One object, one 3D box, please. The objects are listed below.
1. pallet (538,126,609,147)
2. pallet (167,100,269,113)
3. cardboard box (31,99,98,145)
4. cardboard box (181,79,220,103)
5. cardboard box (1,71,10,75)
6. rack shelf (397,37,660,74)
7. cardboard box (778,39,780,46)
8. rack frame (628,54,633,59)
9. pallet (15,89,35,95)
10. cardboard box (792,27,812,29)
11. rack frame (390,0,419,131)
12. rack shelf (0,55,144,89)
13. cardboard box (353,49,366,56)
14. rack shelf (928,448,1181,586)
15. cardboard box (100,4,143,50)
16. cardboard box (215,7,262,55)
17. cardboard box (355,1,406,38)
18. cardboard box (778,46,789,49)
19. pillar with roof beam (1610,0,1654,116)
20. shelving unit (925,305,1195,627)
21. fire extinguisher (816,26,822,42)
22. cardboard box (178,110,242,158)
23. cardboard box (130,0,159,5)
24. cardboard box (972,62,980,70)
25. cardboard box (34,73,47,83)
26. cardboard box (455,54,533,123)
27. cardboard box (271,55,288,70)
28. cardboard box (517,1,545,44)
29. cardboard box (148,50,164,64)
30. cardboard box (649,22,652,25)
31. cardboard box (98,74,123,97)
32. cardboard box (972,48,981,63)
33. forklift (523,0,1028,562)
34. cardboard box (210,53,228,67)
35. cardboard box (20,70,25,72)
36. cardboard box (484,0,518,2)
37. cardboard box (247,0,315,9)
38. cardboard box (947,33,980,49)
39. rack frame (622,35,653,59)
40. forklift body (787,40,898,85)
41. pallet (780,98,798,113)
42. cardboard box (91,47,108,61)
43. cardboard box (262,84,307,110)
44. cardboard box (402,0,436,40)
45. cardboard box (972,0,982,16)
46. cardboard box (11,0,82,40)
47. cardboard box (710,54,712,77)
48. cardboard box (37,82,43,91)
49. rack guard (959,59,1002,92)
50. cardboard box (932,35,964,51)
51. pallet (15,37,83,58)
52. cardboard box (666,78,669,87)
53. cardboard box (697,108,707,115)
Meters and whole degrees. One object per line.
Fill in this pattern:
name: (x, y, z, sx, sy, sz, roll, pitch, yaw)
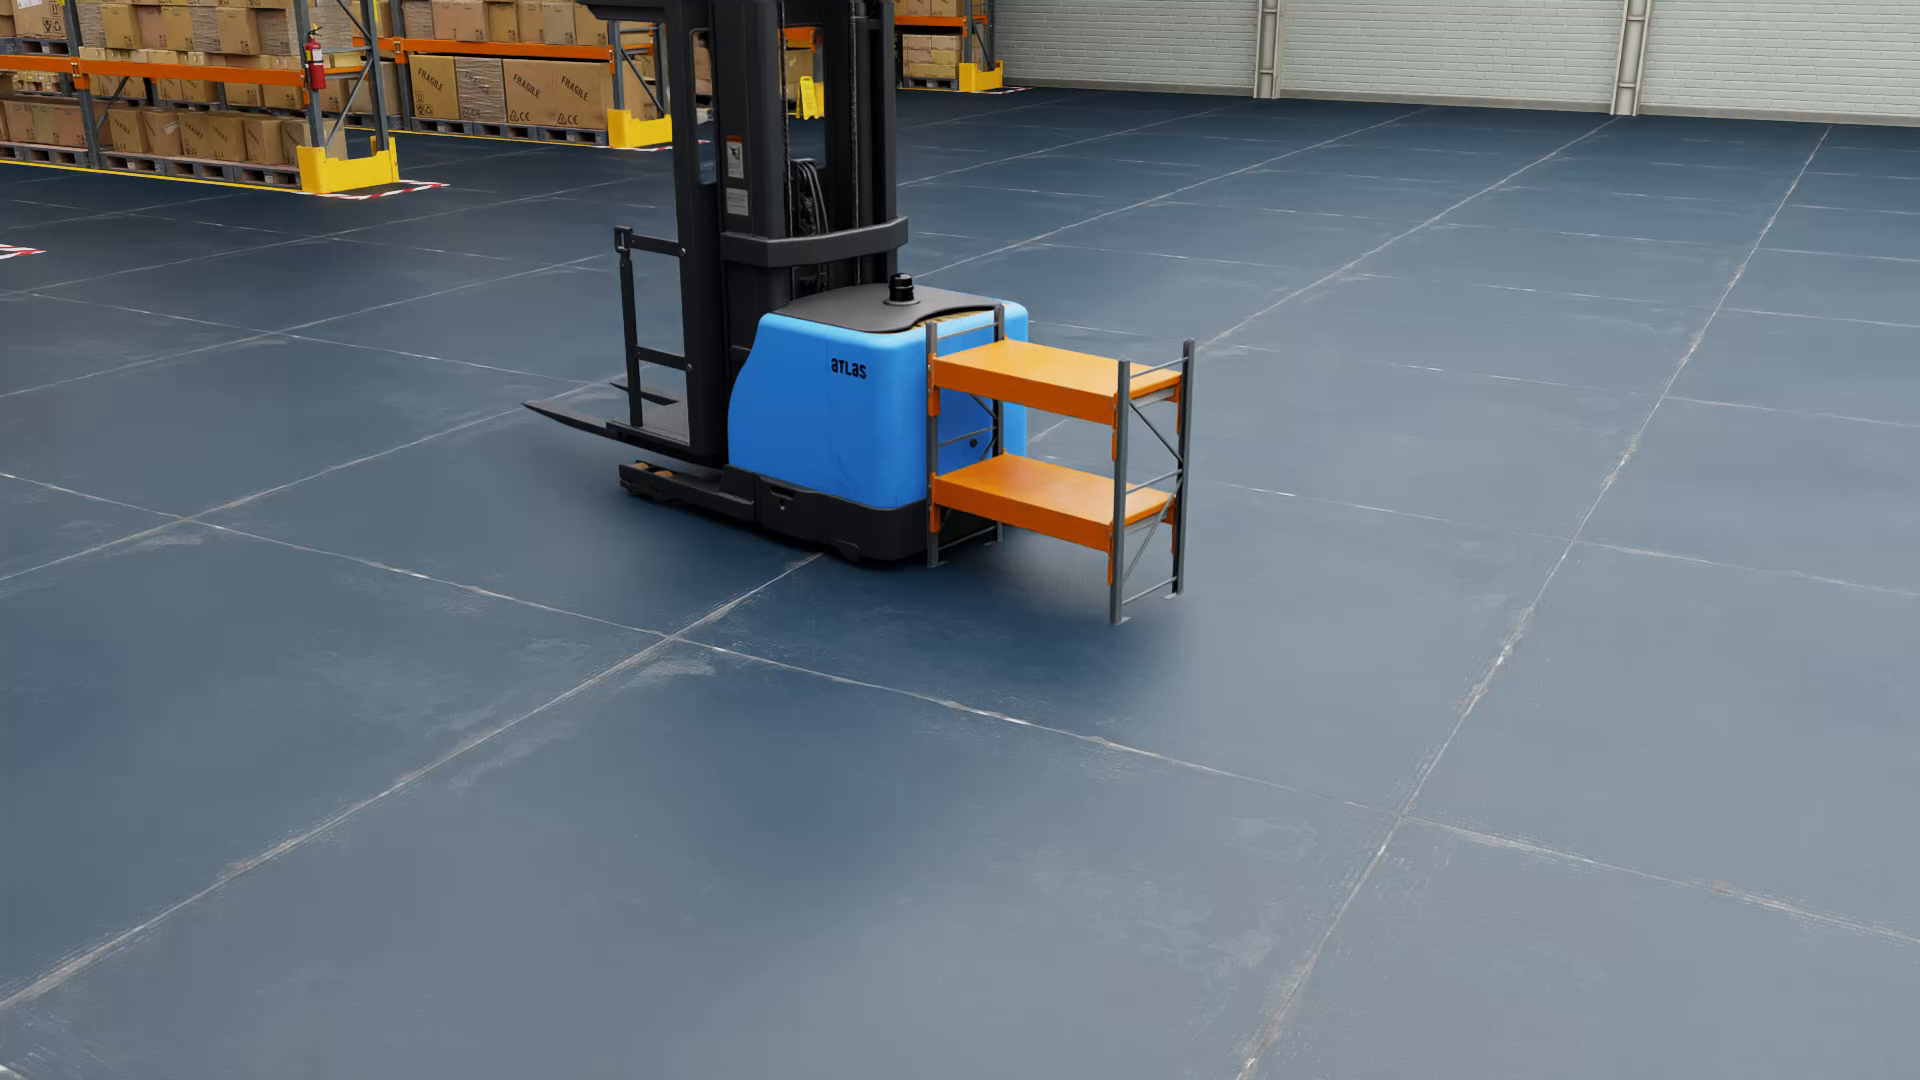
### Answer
pallet: (-5.111, -5.695, 23.255, 1.213, 0.211, 1.003, 11, 23, 27)
pallet: (-12.040, -7.046, 26.980, 1.213, 0.211, 1.003, 11, 23, 27)
cardboard box: (-11.306, -5.327, 21.171, 0.500, 0.500, 0.700, 11, 22, 27)
cardboard box: (-12.061, -7.280, 26.586, 0.500, 0.500, 0.500, 11, 23, 27)
cardboard box: (-16.393, -8.085, 28.884, 0.250, 0.149, 0.380, 10, 22, 25)
rack shelf: (-6.120, -6.890, 23.517, 4.000, 0.370, 1.077, 11, 23, 27)
cardboard box: (-3.584, -9.694, 33.058, 0.625, 0.625, 0.875, 12, 23, 30)
rack frame: (-6.615, -11.195, 34.329, 0.127, 3.000, 1.000, 11, 23, 27)
pallet: (-16.523, -7.884, 29.291, 1.213, 0.211, 1.003, 11, 23, 27)
cardboard box: (-2.479, -8.267, 26.624, 0.250, 0.149, 0.380, 12, 23, 29)
rack frame: (-7.866, -7.561, 24.311, 0.127, 3.000, 1.000, 11, 23, 27)
rack shelf: (-12.120, -6.096, 21.326, 4.000, 0.370, 1.077, 11, 23, 27)
cardboard box: (-11.152, -9.353, 31.752, 0.875, 0.875, 0.875, 12, 23, 29)
rack shelf: (0.410, -0.120, 7.262, 1.000, 0.278, 0.538, 17, 26, 38)
cardboard box: (-9.592, -6.101, 19.704, 0.500, 0.500, 0.875, 11, 23, 27)
cardboard box: (-7.843, -5.770, 18.790, 0.500, 0.500, 0.875, 11, 23, 27)
cardboard box: (-8.452, -7.615, 24.314, 0.500, 0.500, 0.500, 11, 22, 27)
cardboard box: (-3.098, -7.950, 27.698, 0.500, 0.500, 0.500, 10, 22, 25)
pillar with roof beam: (8.577, -9.792, 21.662, 0.400, 9.000, 9.100, 11, 23, 27)
shelving unit: (0.410, -0.349, 7.179, 1.048, 1.125, 0.538, 17, 26, 38)
fire extinguisher: (-2.173, -8.194, 26.168, 0.183, 0.674, 0.296, 11, 23, 27)
cardboard box: (-8.960, -4.872, 19.948, 0.500, 0.500, 0.500, 9, 22, 23)
cardboard box: (-9.231, -6.442, 19.176, 0.500, 0.500, 0.500, 11, 23, 27)
cardboard box: (0.035, -8.909, 31.444, 0.500, 0.250, 0.500, 11, 23, 28)
cardboard box: (-15.523, -7.888, 28.340, 0.250, 0.149, 0.380, 10, 22, 25)
cardboard box: (-6.563, -6.486, 23.846, 0.875, 0.875, 0.875, 11, 23, 28)
cardboard box: (-7.449, -5.346, 18.572, 0.250, 0.149, 0.380, 11, 23, 27)
cardboard box: (-5.639, -7.230, 23.178, 0.550, 0.550, 0.875, 11, 23, 27)
cardboard box: (-9.229, -5.657, 19.431, 0.250, 0.149, 0.380, 11, 23, 27)
cardboard box: (-5.176, -8.759, 27.982, 0.250, 0.149, 0.380, 12, 23, 29)
cardboard box: (-13.872, -7.625, 27.535, 0.500, 0.500, 0.500, 12, 23, 30)
cardboard box: (0.060, -9.145, 31.359, 0.500, 0.250, 0.500, 11, 23, 28)
forklift: (-1.103, -1.680, 8.198, 3.031, 2.935, 1.130, 17, 26, 39)
cardboard box: (-8.330, -5.507, 19.016, 0.250, 0.149, 0.380, 11, 23, 27)
cardboard box: (-15.940, -8.146, 28.617, 0.250, 0.149, 0.380, 12, 23, 29)
cardboard box: (-6.153, -7.794, 23.150, 0.500, 0.550, 0.875, 11, 23, 27)
cardboard box: (-7.482, -6.111, 18.264, 0.500, 0.500, 0.500, 11, 23, 27)
cardboard box: (0.042, -9.376, 31.264, 0.500, 0.250, 0.500, 10, 22, 26)
rack frame: (-5.541, -9.052, 28.420, 0.127, 3.000, 1.000, 11, 23, 27)
forklift body: (-2.176, -9.238, 30.178, 1.214, 2.155, 2.313, 11, 23, 27)
pallet: (-2.807, -7.234, 27.498, 1.213, 0.211, 1.003, 11, 23, 27)
cardboard box: (-10.121, -5.813, 19.859, 0.250, 0.149, 0.380, 11, 23, 27)
cardboard box: (-10.106, -7.094, 25.706, 0.750, 0.750, 1.050, 11, 23, 28)
cardboard box: (-7.539, -7.574, 24.126, 0.550, 0.550, 0.875, 11, 23, 27)
cardboard box: (0.072, -10.077, 31.099, 0.500, 0.500, 0.500, 12, 23, 29)
cardboard box: (-10.999, -6.755, 20.592, 1.000, 1.000, 1.000, 11, 23, 28)
cardboard box: (-3.770, -7.871, 27.482, 0.500, 0.500, 0.500, 10, 22, 26)
cardboard box: (-15.545, -7.781, 28.481, 0.250, 0.149, 0.380, 12, 23, 29)
rack guard: (0.390, -8.686, 31.076, 0.348, 0.500, 1.175, 11, 23, 27)
cardboard box: (-0.185, -9.223, 30.843, 0.500, 0.250, 0.500, 12, 23, 29)
pallet: (-10.970, -6.182, 20.789, 1.213, 0.211, 1.003, 11, 23, 27)
cardboard box: (-4.686, -7.693, 28.089, 0.500, 0.250, 0.500, 12, 23, 30)
cardboard box: (-4.177, -6.663, 26.015, 0.380, 0.149, 0.250, -11, 23, -29)
